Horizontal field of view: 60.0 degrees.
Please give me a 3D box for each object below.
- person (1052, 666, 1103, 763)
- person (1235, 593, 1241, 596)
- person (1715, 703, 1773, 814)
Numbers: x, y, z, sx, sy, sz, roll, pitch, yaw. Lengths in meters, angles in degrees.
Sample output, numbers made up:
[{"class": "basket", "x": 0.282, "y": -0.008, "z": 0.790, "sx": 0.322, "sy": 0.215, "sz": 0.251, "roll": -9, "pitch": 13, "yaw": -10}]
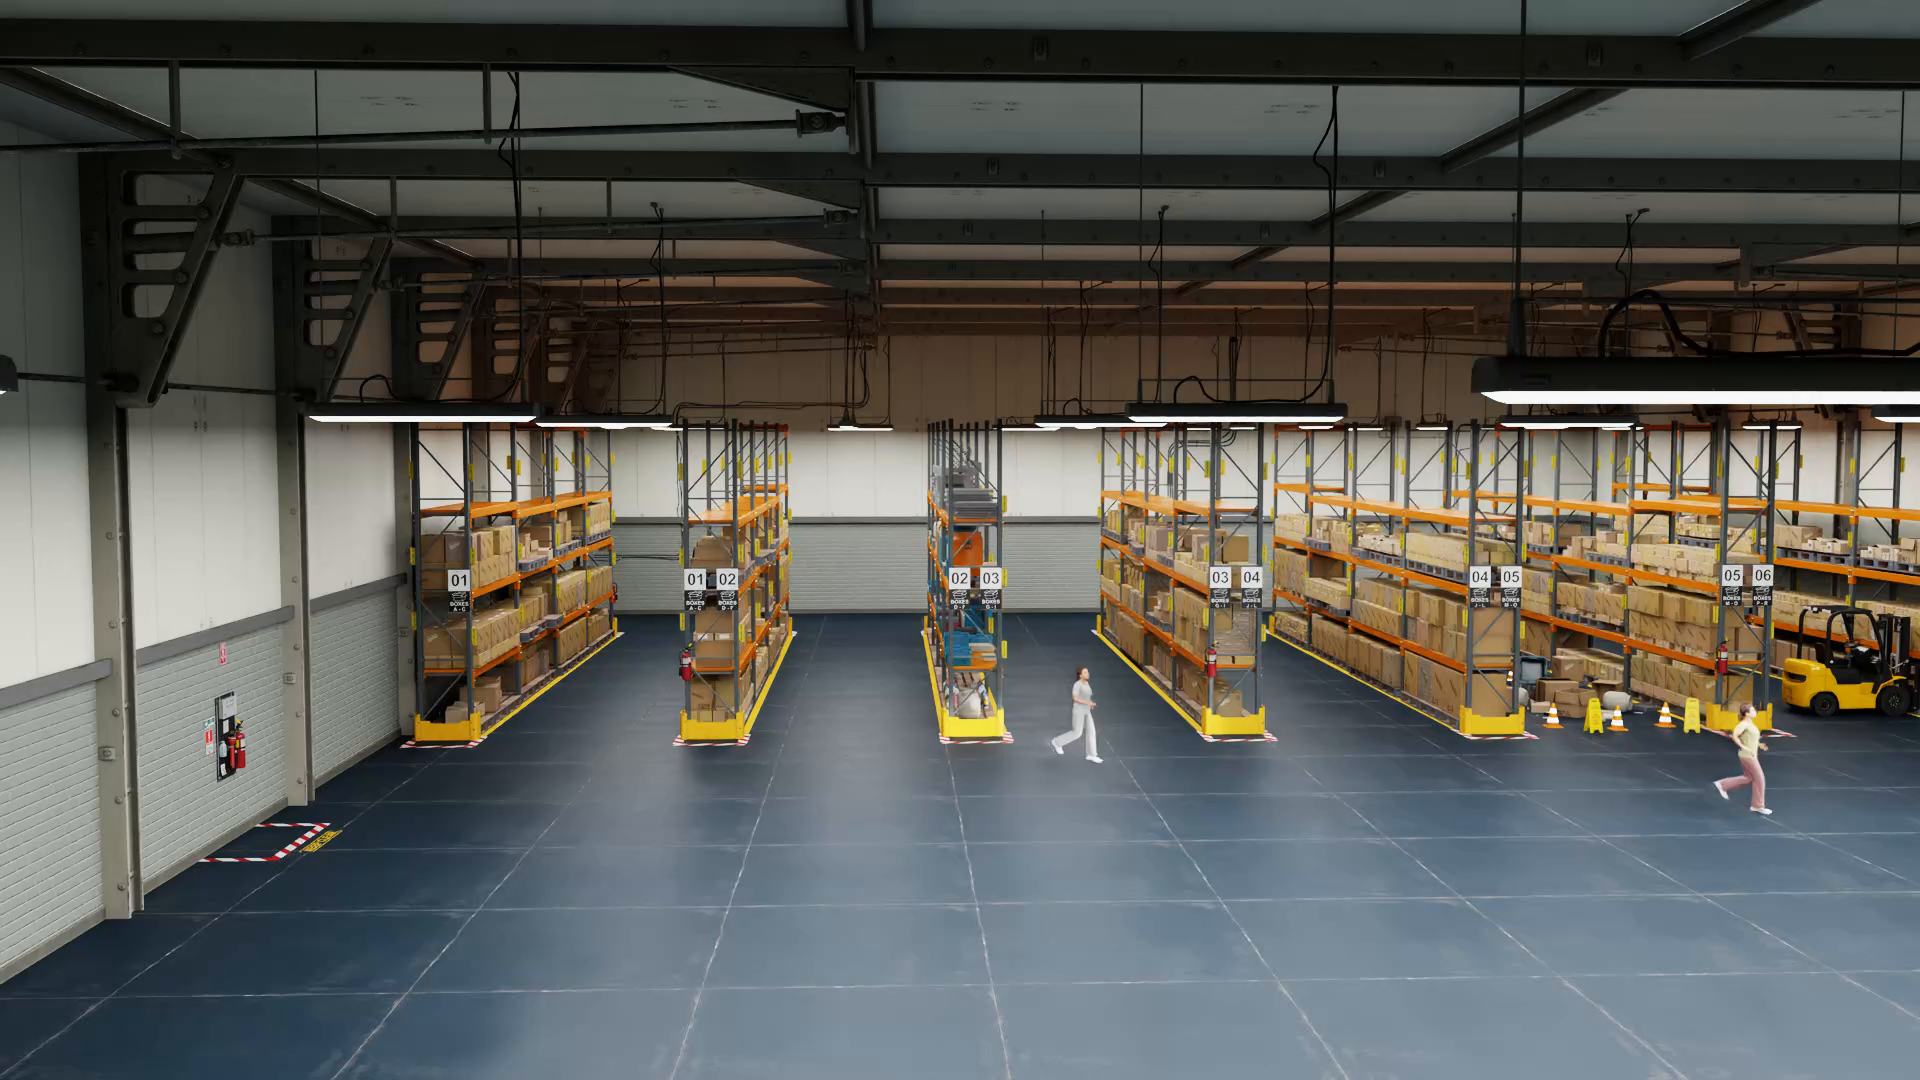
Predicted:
[{"class": "person", "x": 2.103, "y": 3.043, "z": 29.091, "sx": 0.866, "sy": 1.656, "sz": 0.577, "roll": 2, "pitch": 4, "yaw": 29}, {"class": "person", "x": 8.004, "y": 1.775, "z": 47.728, "sx": 0.724, "sy": 1.765, "sz": 0.915, "roll": 2, "pitch": 4, "yaw": 28}, {"class": "person", "x": 11.887, "y": 3.298, "z": 25.204, "sx": 0.818, "sy": 1.654, "sz": 0.579, "roll": 2, "pitch": 4, "yaw": 31}]
